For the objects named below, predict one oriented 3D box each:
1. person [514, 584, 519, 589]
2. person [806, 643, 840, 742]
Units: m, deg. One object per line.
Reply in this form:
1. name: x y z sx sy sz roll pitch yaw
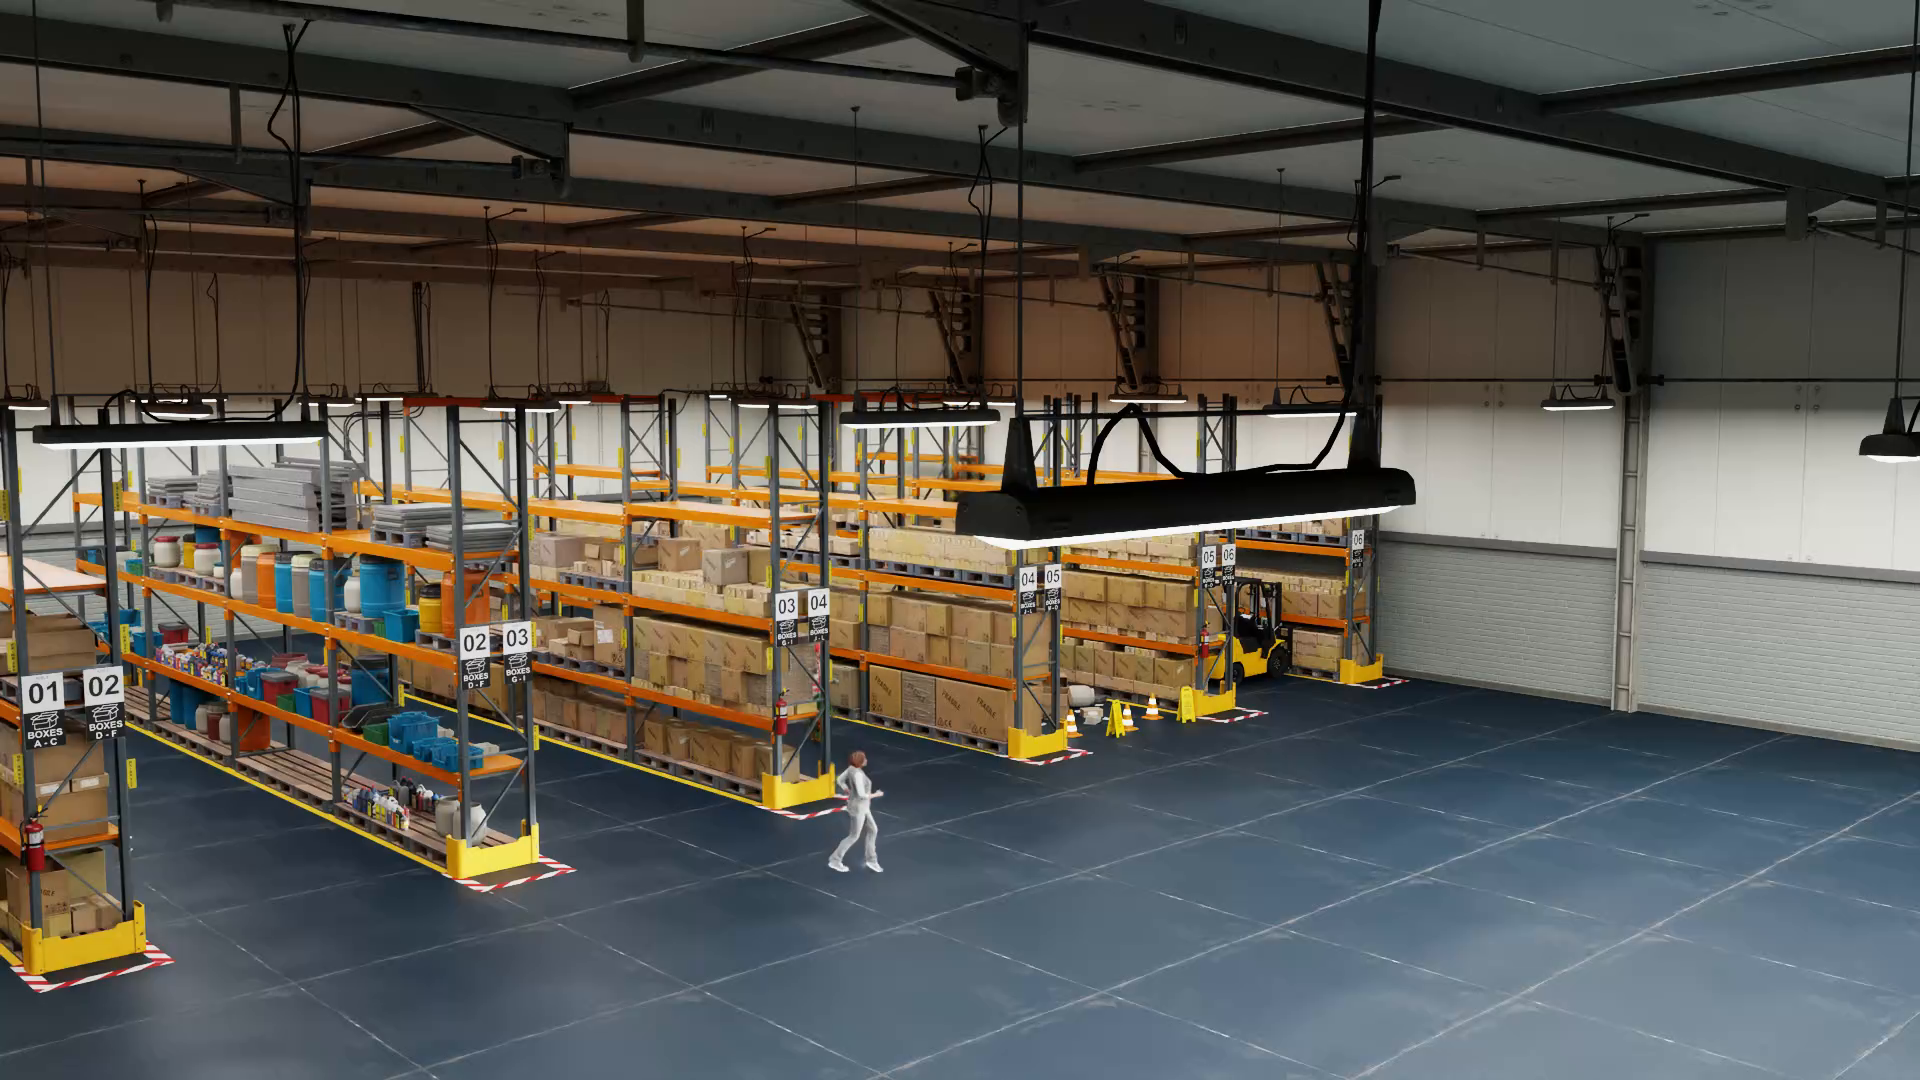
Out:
1. person: -10.038 1.820 37.586 0.437 1.823 0.706 -4 7 -32
2. person: -2.407 2.664 28.913 0.577 1.740 0.541 3 6 29
